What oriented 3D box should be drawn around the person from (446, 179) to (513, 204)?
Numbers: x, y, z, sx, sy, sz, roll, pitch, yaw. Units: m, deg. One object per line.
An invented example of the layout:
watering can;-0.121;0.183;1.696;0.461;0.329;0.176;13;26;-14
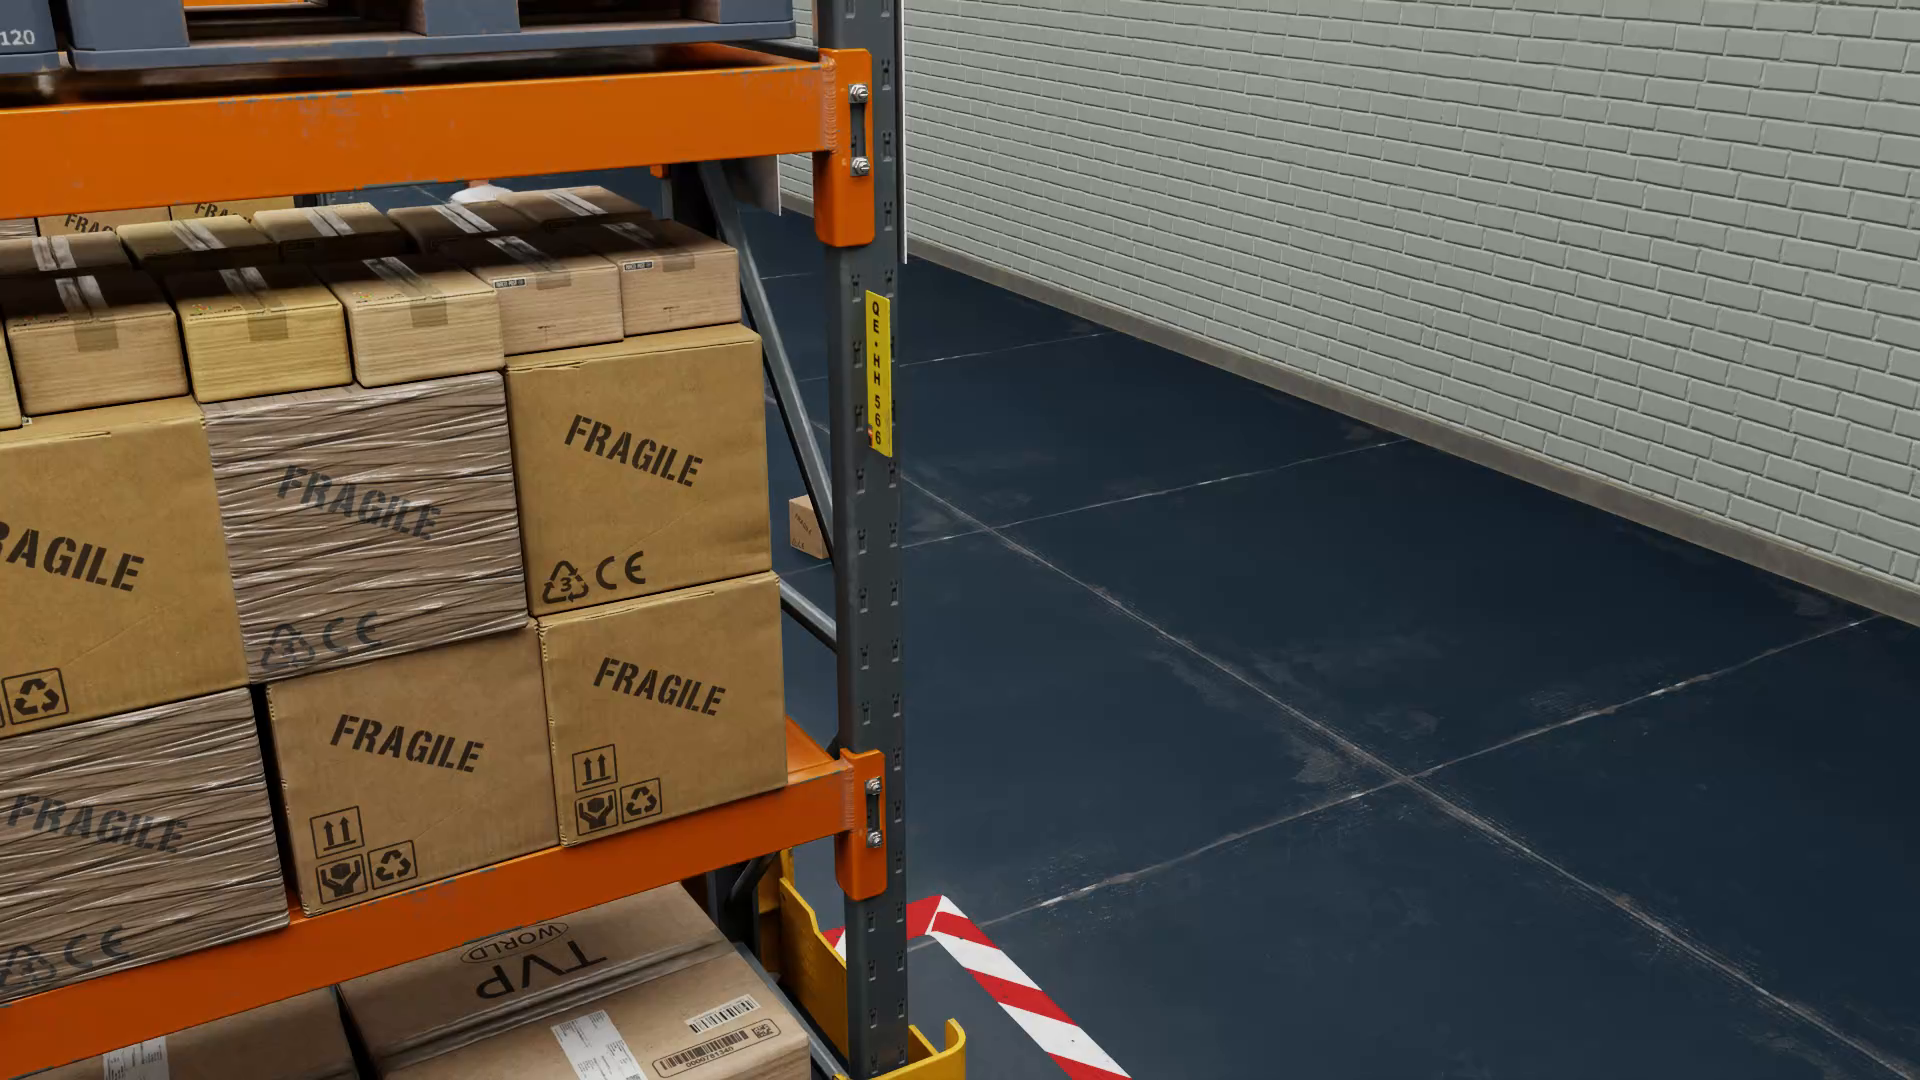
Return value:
person;-2.719;-1.395;9.509;0.556;1.791;0.472;-20;29;-40
